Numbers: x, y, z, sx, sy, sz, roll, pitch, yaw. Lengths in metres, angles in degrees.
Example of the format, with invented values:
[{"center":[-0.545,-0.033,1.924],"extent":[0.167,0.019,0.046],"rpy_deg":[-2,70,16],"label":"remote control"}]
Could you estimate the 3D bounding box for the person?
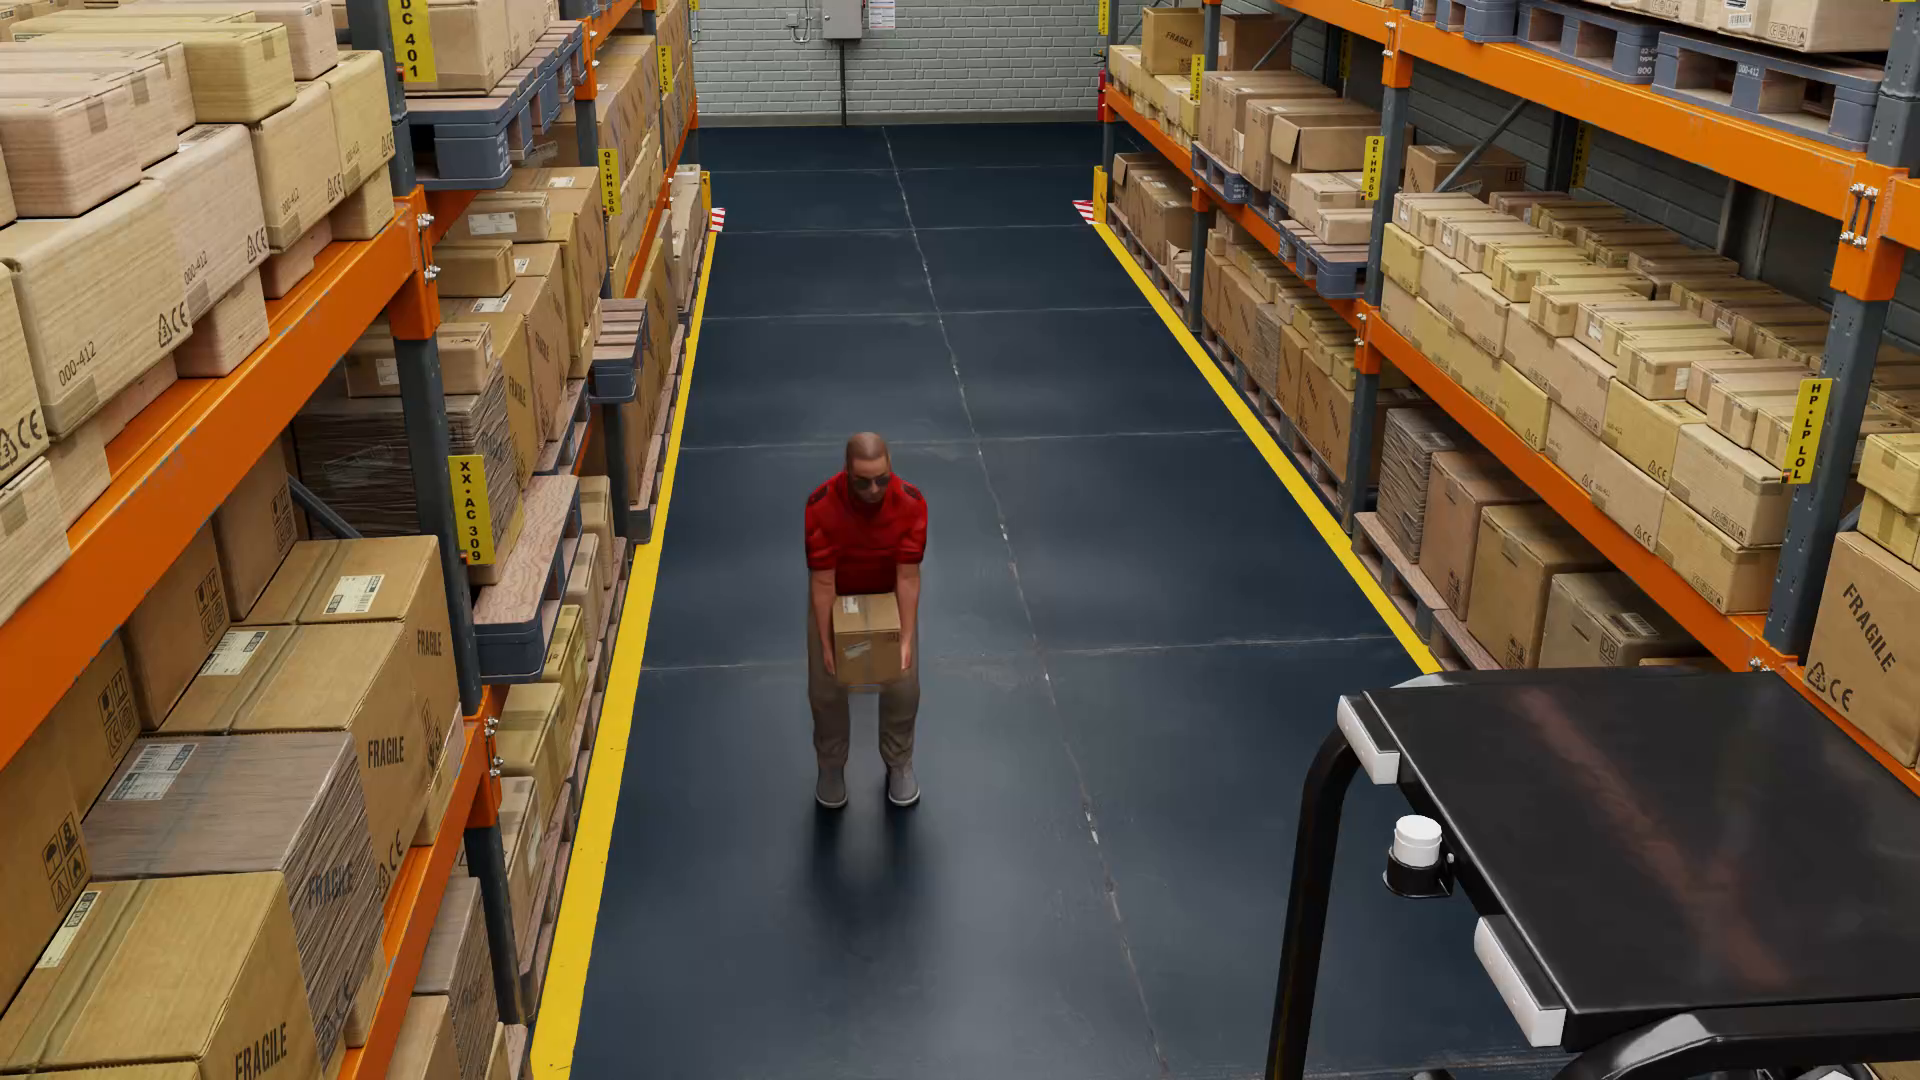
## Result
[{"center":[-0.369,0.305,6.524],"extent":[0.480,1.655,0.606],"rpy_deg":[-3,24,-6],"label":"person"}]
